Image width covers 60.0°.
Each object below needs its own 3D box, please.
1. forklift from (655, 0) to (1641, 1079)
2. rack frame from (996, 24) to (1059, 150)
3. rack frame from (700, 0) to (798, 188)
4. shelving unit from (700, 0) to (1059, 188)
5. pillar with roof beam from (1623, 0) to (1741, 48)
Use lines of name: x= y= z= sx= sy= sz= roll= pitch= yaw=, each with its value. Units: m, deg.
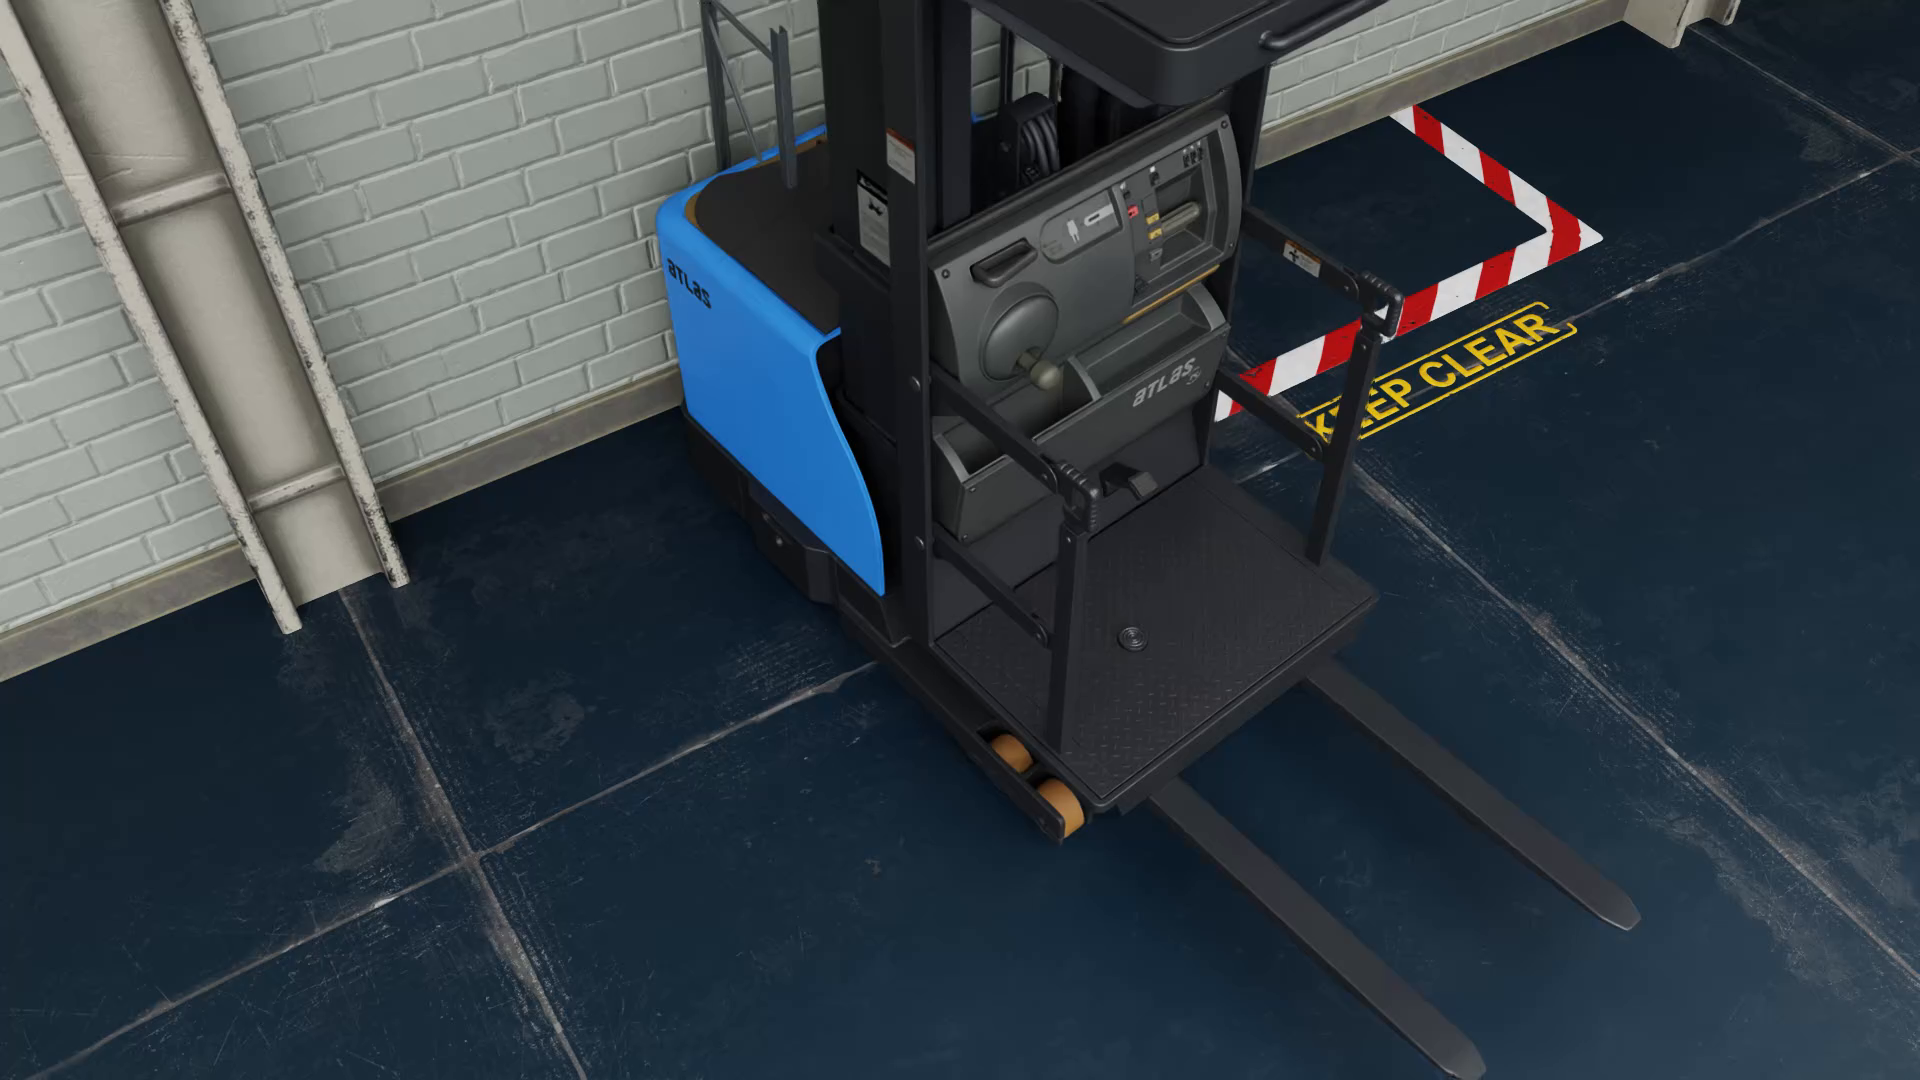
forklift: x=0.459 y=-0.595 z=3.817 sx=1.130 sy=2.935 sz=3.031 roll=-32 pitch=56 yaw=-25
rack frame: x=0.265 y=-1.311 z=5.387 sx=0.032 sy=1.500 sz=0.500 roll=-23 pitch=50 yaw=-22
rack frame: x=-0.600 y=-0.940 z=5.004 sx=0.032 sy=1.500 sz=0.500 roll=-23 pitch=50 yaw=-22
shelving unit: x=-0.160 y=-1.129 z=5.199 sx=1.083 sy=1.500 sz=0.587 roll=-23 pitch=50 yaw=-22
pillar with roof beam: x=5.427 y=-2.555 z=1.500 sx=0.400 sy=9.000 sz=9.100 roll=-25 pitch=53 yaw=-21
